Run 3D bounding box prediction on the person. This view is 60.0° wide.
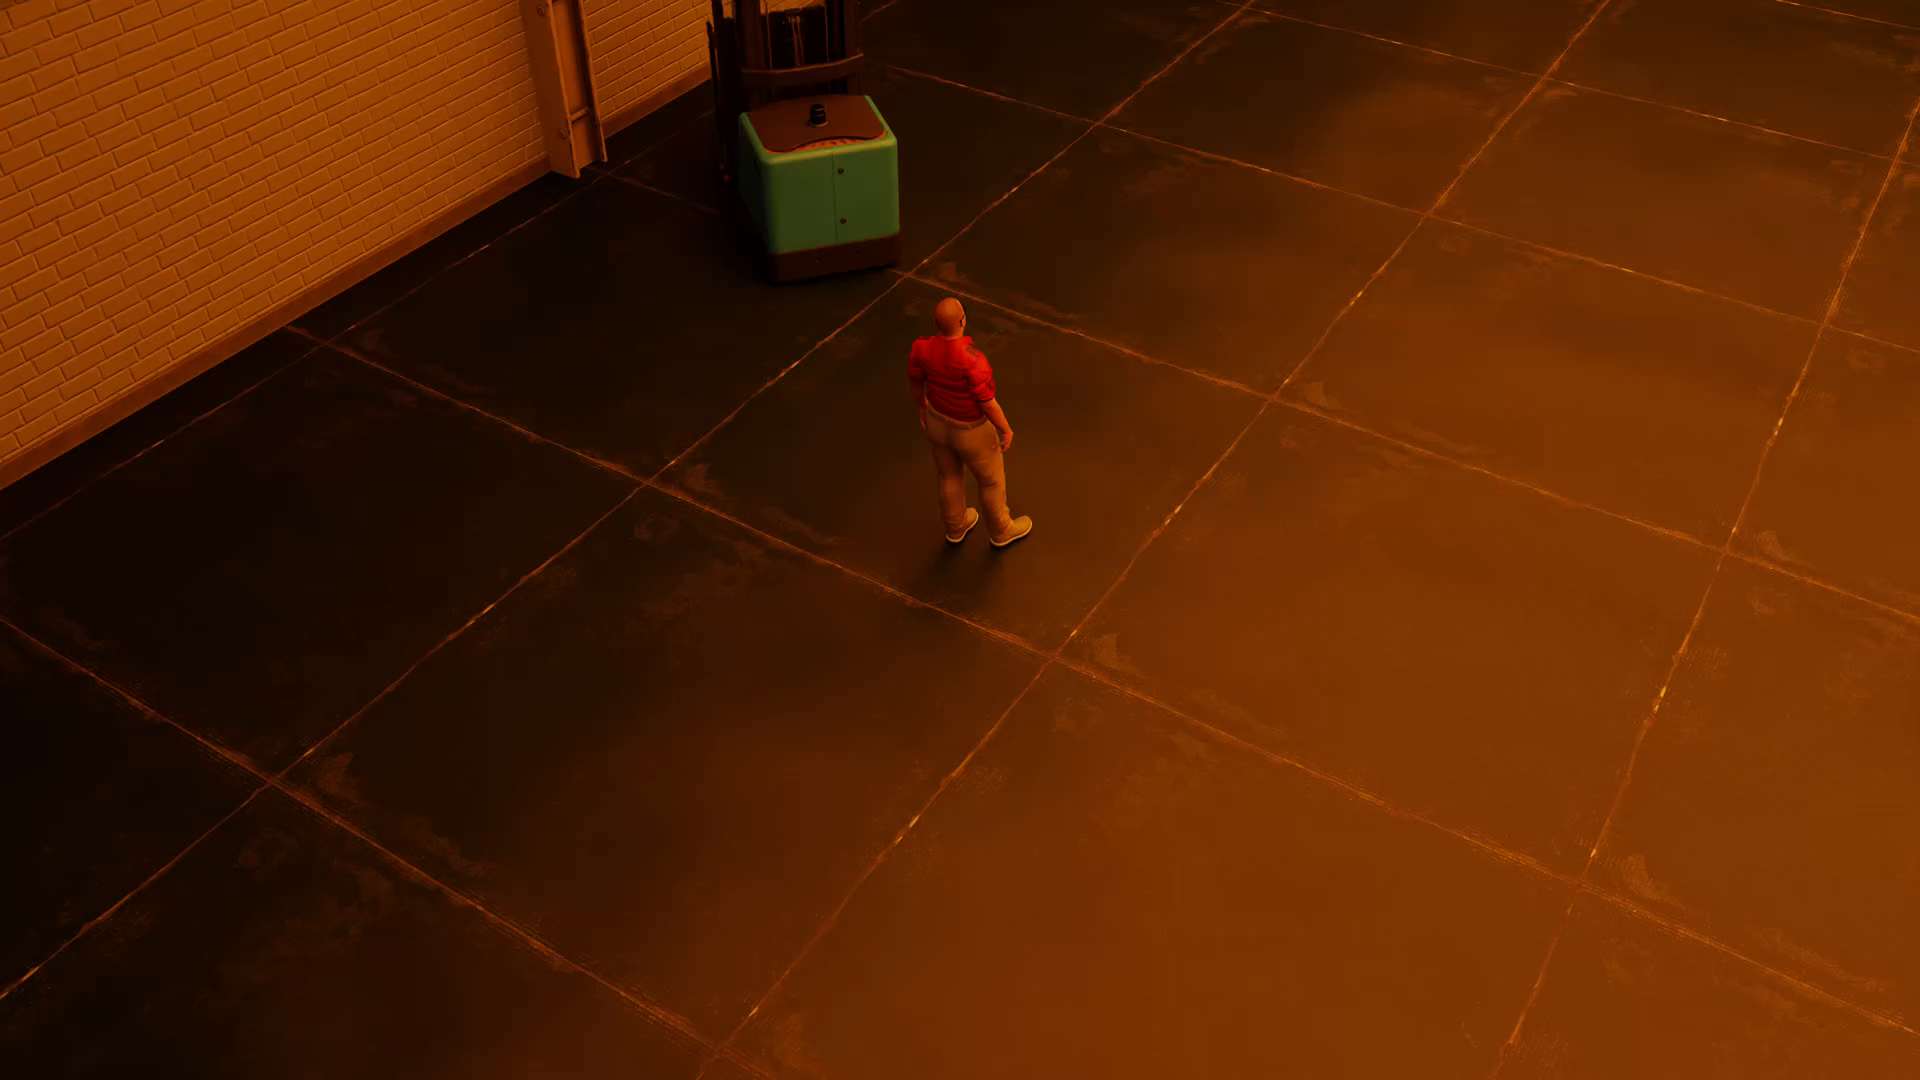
[{"bbox_3d":[0.058,-0.710,9.724,0.642,1.727,0.550,22,45,24],"label":"person"}]

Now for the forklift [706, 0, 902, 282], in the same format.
[{"bbox_3d":[-1.381,-4.001,12.688,1.130,2.935,3.031,-12,42,-14],"label":"forklift"}]
